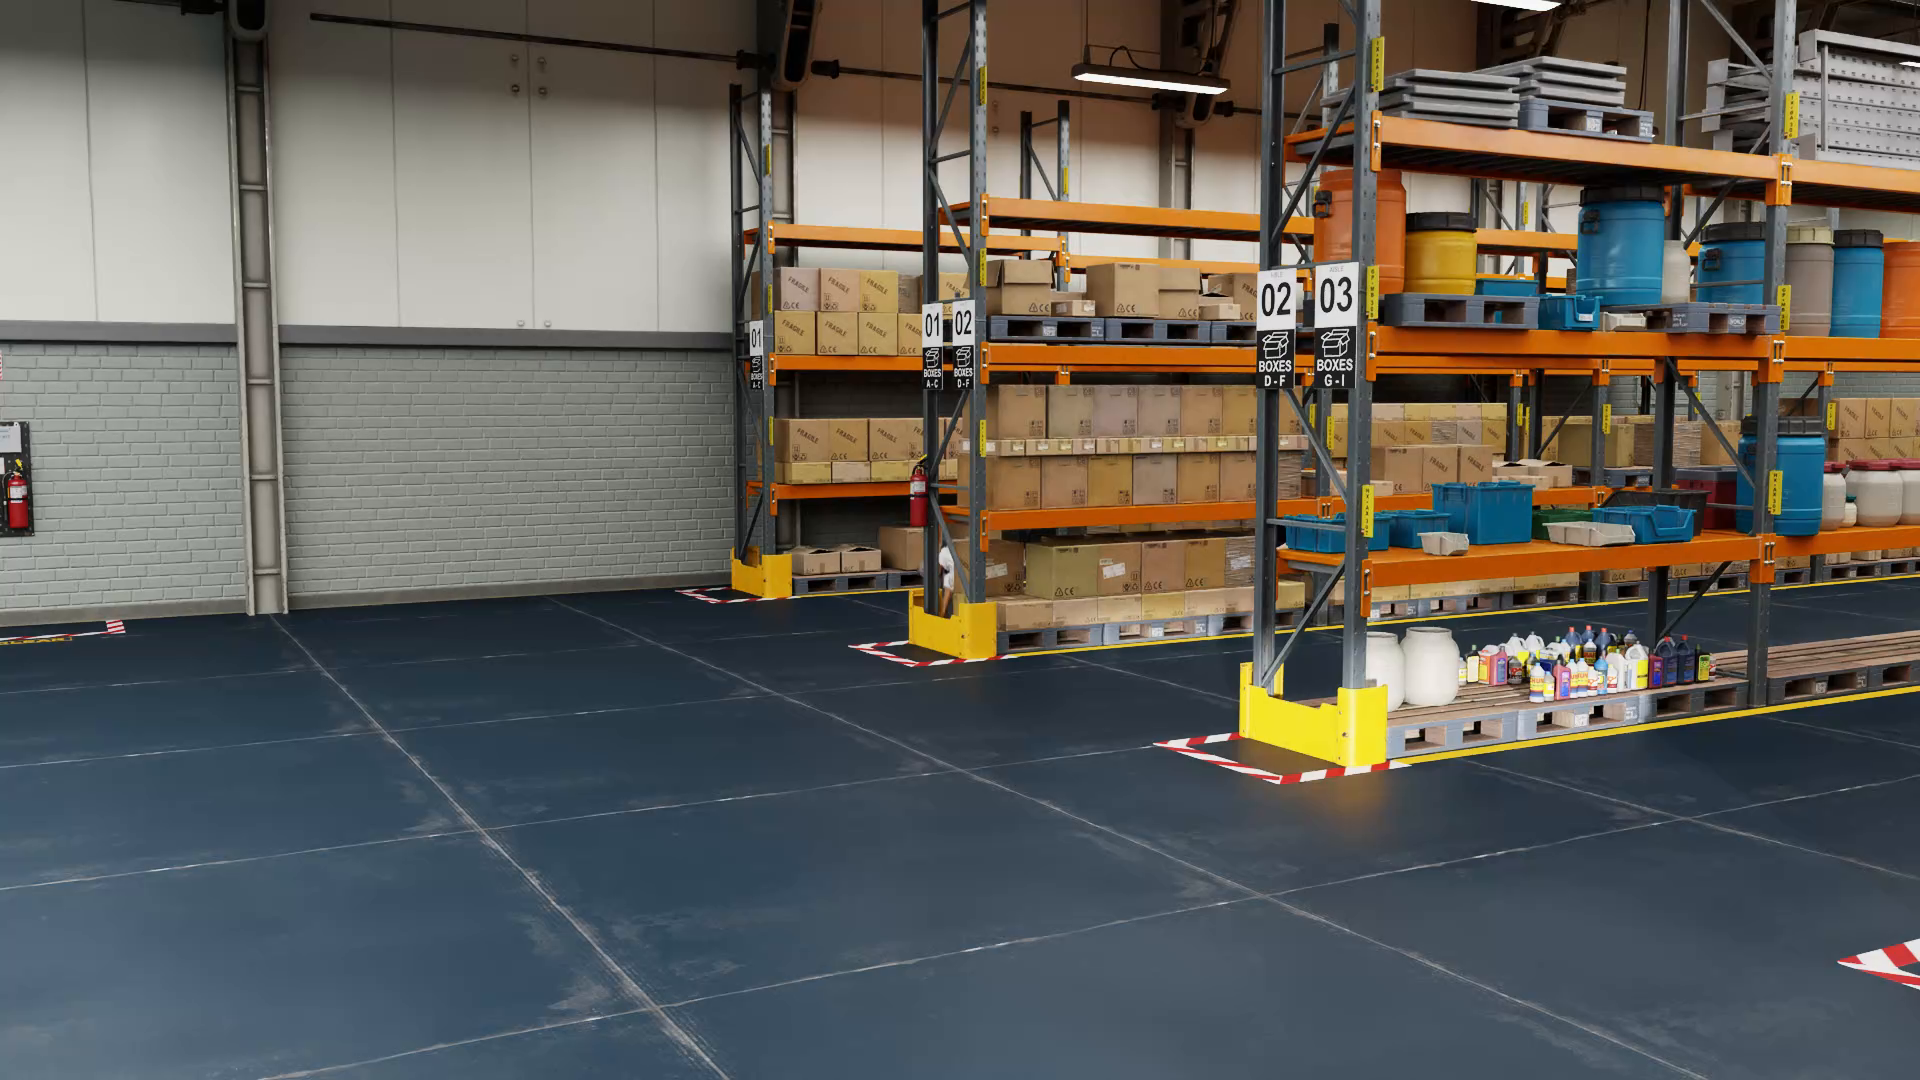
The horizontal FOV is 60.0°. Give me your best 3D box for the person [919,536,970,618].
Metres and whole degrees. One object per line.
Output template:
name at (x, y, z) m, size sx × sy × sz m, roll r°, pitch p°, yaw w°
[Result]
person at (-0.015, 0.418, 17.201) m, size 0.937 × 0.887 × 0.520 m, roll -3°, pitch 6°, yaw -33°
